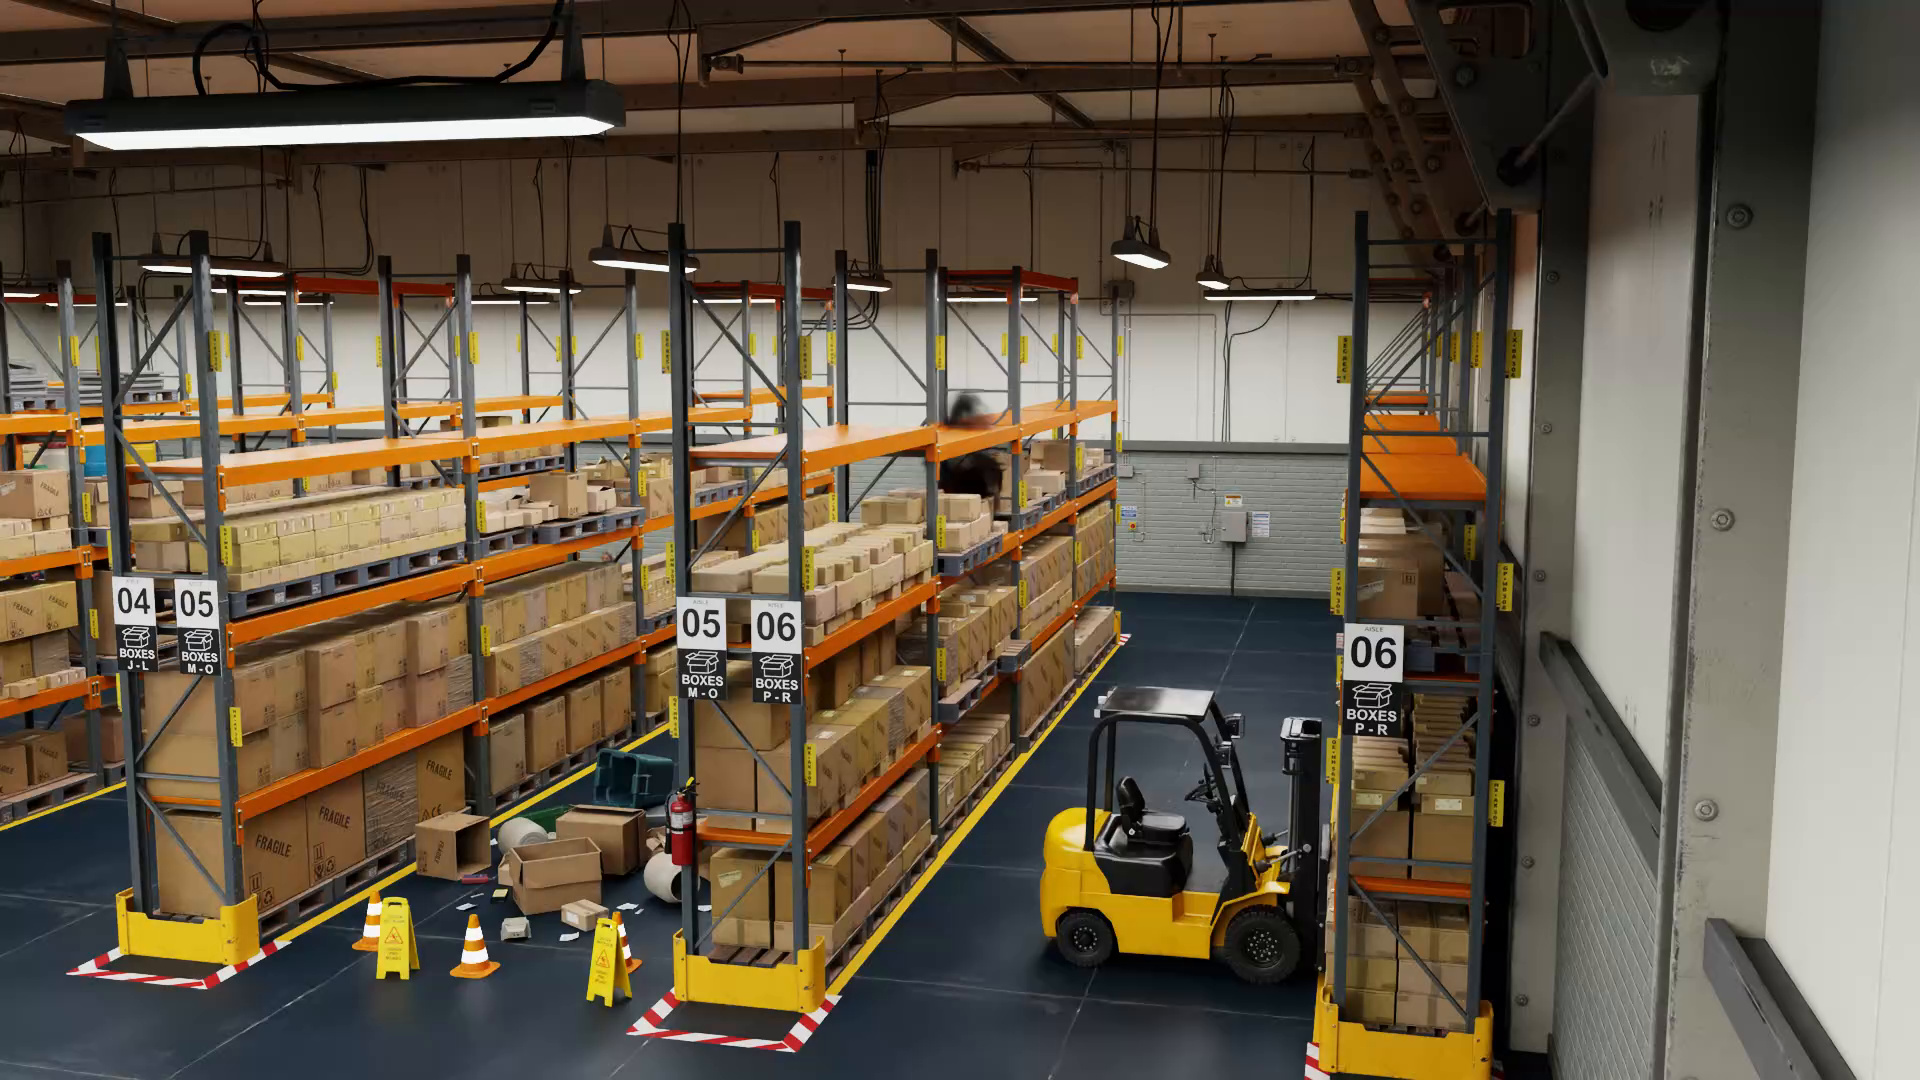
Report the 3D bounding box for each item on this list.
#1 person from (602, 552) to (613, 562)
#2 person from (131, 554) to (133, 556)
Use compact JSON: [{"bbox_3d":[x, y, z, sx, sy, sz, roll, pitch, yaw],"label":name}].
[{"bbox_3d":[-5.771,1.033,27.370,0.594,1.659,0.878,1,7,8],"label":"person"},{"bbox_3d":[-15.539,0.500,31.733,0.613,1.633,0.887,0,7,3],"label":"person"}]
